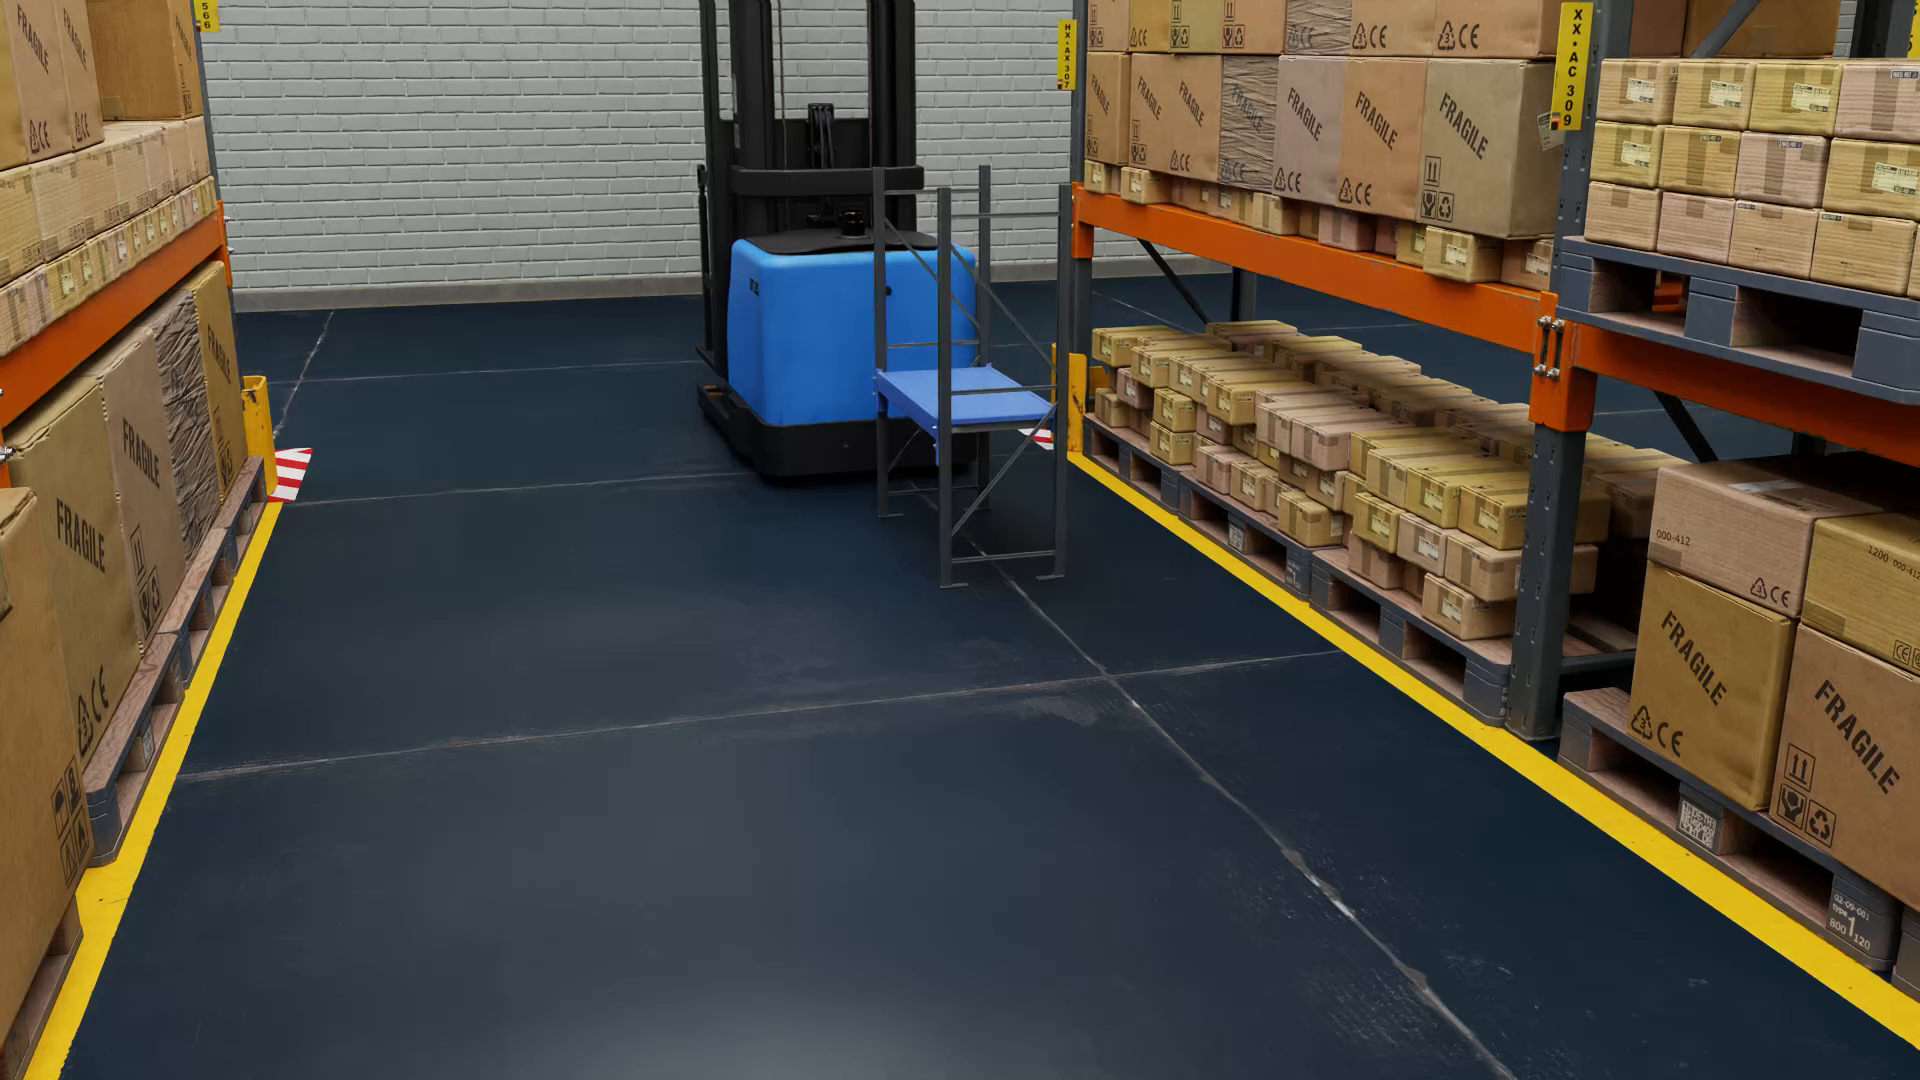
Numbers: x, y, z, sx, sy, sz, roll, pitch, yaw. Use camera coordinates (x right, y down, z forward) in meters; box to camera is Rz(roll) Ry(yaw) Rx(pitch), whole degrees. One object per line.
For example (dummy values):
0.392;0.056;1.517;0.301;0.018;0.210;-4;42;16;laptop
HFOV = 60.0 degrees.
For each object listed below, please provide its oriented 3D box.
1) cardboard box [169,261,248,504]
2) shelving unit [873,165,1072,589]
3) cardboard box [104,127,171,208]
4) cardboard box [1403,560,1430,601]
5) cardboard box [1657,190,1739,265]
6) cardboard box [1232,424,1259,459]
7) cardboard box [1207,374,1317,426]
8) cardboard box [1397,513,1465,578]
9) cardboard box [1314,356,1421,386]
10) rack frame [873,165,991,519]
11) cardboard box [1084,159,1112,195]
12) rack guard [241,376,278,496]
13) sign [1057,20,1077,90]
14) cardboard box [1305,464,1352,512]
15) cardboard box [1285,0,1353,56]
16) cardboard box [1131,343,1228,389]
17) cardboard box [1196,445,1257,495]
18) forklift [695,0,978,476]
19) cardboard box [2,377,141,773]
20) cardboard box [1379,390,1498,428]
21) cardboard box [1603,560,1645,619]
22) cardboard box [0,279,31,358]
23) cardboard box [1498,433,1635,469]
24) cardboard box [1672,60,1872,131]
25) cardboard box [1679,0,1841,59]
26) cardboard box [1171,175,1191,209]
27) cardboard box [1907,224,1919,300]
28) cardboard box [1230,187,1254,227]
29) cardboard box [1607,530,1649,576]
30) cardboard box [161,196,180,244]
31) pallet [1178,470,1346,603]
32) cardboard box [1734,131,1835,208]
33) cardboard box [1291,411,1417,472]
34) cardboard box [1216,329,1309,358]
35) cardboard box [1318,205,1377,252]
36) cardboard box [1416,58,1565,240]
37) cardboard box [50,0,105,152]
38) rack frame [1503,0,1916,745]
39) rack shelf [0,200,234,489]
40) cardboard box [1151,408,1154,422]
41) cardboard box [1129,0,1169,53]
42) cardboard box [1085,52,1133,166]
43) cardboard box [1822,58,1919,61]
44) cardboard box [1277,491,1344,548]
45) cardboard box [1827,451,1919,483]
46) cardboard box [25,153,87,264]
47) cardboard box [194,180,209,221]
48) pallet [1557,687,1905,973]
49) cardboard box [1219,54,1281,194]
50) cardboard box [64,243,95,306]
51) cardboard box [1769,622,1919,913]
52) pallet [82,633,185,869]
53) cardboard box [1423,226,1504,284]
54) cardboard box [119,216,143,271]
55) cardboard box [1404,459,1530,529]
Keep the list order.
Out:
-3.498;-0.641;6.836;0.875;0.875;0.875;-5;17;-15;cardboard box
0.023;-0.695;6.658;0.538;1.500;1.048;-5;17;-15;shelving unit
-3.083;-1.305;5.826;0.500;0.250;0.500;-5;18;-17;cardboard box
1.719;0.118;5.570;0.380;0.149;0.250;-4;17;-14;cardboard box
1.893;-0.745;3.926;0.380;0.149;0.250;-4;17;-14;cardboard box
1.361;-0.447;6.936;0.380;0.149;0.250;-4;17;-12;cardboard box
1.244;-0.579;6.857;0.380;0.149;0.250;-4;17;-14;cardboard box
1.667;0.000;5.447;0.380;0.149;0.250;-6;18;-18;cardboard box
1.780;-0.705;7.275;0.380;0.149;0.250;-4;17;-13;cardboard box
-0.116;-0.835;7.126;0.500;1.500;0.032;-5;17;-15;rack frame
0.820;-1.757;8.023;0.380;0.149;0.250;-5;17;-16;cardboard box
-3.757;-0.438;7.541;1.175;0.500;0.348;-5;17;-15;rack guard
0.524;-2.364;8.104;0.100;0.325;0.005;-5;17;-15;sign
1.513;-0.219;6.176;0.380;0.149;0.250;-4;17;-14;cardboard box
1.482;-1.949;5.798;0.500;0.500;0.500;-4;17;-14;cardboard box
1.001;-0.795;7.576;0.380;0.149;0.250;-5;17;-15;cardboard box
1.219;-0.306;6.982;0.380;0.149;0.250;-6;18;-18;cardboard box
-0.836;-2.080;8.783;1.130;2.935;3.031;-5;17;-17;forklift
-2.756;0.106;4.350;0.875;0.875;0.875;-5;17;-15;cardboard box
1.875;-0.481;6.532;0.380;0.149;0.250;-5;18;-18;cardboard box
2.354;0.152;5.458;0.380;0.149;0.250;-5;18;-18;cardboard box
-2.413;-0.510;3.872;0.380;0.149;0.250;-5;17;-15;cardboard box
2.114;-0.265;5.813;0.380;0.149;0.250;-5;17;-16;cardboard box
1.894;-1.030;3.839;0.380;0.149;0.250;-4;17;-14;cardboard box
2.256;-1.699;4.967;0.500;0.500;0.500;-4;17;-14;cardboard box
1.155;-1.550;7.335;0.380;0.149;0.250;-4;17;-13;cardboard box
2.096;-0.536;3.229;0.380;0.149;0.250;-5;18;-18;cardboard box
1.298;-1.329;6.600;0.380;0.149;0.250;-4;17;-13;cardboard box
2.353;0.010;5.413;0.380;0.149;0.250;-4;17;-13;cardboard box
-3.054;-1.153;6.014;0.380;0.149;0.250;-5;17;-16;cardboard box
1.588;-0.072;6.824;1.003;0.211;1.213;-5;17;-15;pallet
1.956;-0.821;3.662;0.380;0.149;0.250;-4;17;-14;cardboard box
1.454;-0.366;6.148;0.380;0.149;0.250;-6;18;-18;cardboard box
1.449;-0.913;7.968;0.380;0.149;0.250;-4;17;-14;cardboard box
1.500;-1.114;5.882;0.380;0.149;0.250;-5;18;-18;cardboard box
1.741;-1.188;5.002;0.500;0.500;0.500;-5;17;-15;cardboard box
-2.813;-1.385;4.788;0.500;0.500;0.500;-5;18;-17;cardboard box
2.145;-0.886;4.688;1.000;3.000;0.127;-5;17;-15;rack frame
-3.201;-0.731;5.421;1.077;0.370;4.000;-5;17;-15;rack shelf
1.108;-0.524;7.708;0.380;0.149;0.250;-5;17;-15;cardboard box
1.059;-2.378;7.224;0.500;0.500;0.500;-4;17;-14;cardboard box
0.904;-2.037;7.828;0.500;0.500;0.500;-4;17;-13;cardboard box
2.443;-1.156;4.260;0.380;0.149;0.250;-4;17;-13;cardboard box
1.425;-0.090;6.262;0.380;0.149;0.250;-5;17;-15;cardboard box
2.593;-0.063;4.260;0.500;0.250;0.500;-5;17;-17;cardboard box
-2.661;-0.881;4.415;0.500;0.250;0.500;-5;17;-16;cardboard box
-3.263;-1.364;6.715;0.380;0.149;0.250;-5;17;-15;cardboard box
2.361;0.665;4.373;1.003;0.211;1.213;-5;17;-15;pallet
1.344;-1.614;6.420;0.500;0.500;0.500;-5;17;-17;cardboard box
-2.632;-0.728;4.598;0.380;0.149;0.250;-5;17;-17;cardboard box
2.240;0.481;3.750;0.500;0.500;0.500;-4;17;-13;cardboard box
-2.785;0.597;4.598;1.003;0.211;1.213;-5;17;-15;pallet
1.666;-0.889;5.134;0.380;0.149;0.250;-5;17;-17;cardboard box
-2.843;-0.941;5.307;0.380;0.149;0.250;-5;17;-17;cardboard box
1.689;-0.152;5.436;0.380;0.149;0.250;-4;17;-15;cardboard box
